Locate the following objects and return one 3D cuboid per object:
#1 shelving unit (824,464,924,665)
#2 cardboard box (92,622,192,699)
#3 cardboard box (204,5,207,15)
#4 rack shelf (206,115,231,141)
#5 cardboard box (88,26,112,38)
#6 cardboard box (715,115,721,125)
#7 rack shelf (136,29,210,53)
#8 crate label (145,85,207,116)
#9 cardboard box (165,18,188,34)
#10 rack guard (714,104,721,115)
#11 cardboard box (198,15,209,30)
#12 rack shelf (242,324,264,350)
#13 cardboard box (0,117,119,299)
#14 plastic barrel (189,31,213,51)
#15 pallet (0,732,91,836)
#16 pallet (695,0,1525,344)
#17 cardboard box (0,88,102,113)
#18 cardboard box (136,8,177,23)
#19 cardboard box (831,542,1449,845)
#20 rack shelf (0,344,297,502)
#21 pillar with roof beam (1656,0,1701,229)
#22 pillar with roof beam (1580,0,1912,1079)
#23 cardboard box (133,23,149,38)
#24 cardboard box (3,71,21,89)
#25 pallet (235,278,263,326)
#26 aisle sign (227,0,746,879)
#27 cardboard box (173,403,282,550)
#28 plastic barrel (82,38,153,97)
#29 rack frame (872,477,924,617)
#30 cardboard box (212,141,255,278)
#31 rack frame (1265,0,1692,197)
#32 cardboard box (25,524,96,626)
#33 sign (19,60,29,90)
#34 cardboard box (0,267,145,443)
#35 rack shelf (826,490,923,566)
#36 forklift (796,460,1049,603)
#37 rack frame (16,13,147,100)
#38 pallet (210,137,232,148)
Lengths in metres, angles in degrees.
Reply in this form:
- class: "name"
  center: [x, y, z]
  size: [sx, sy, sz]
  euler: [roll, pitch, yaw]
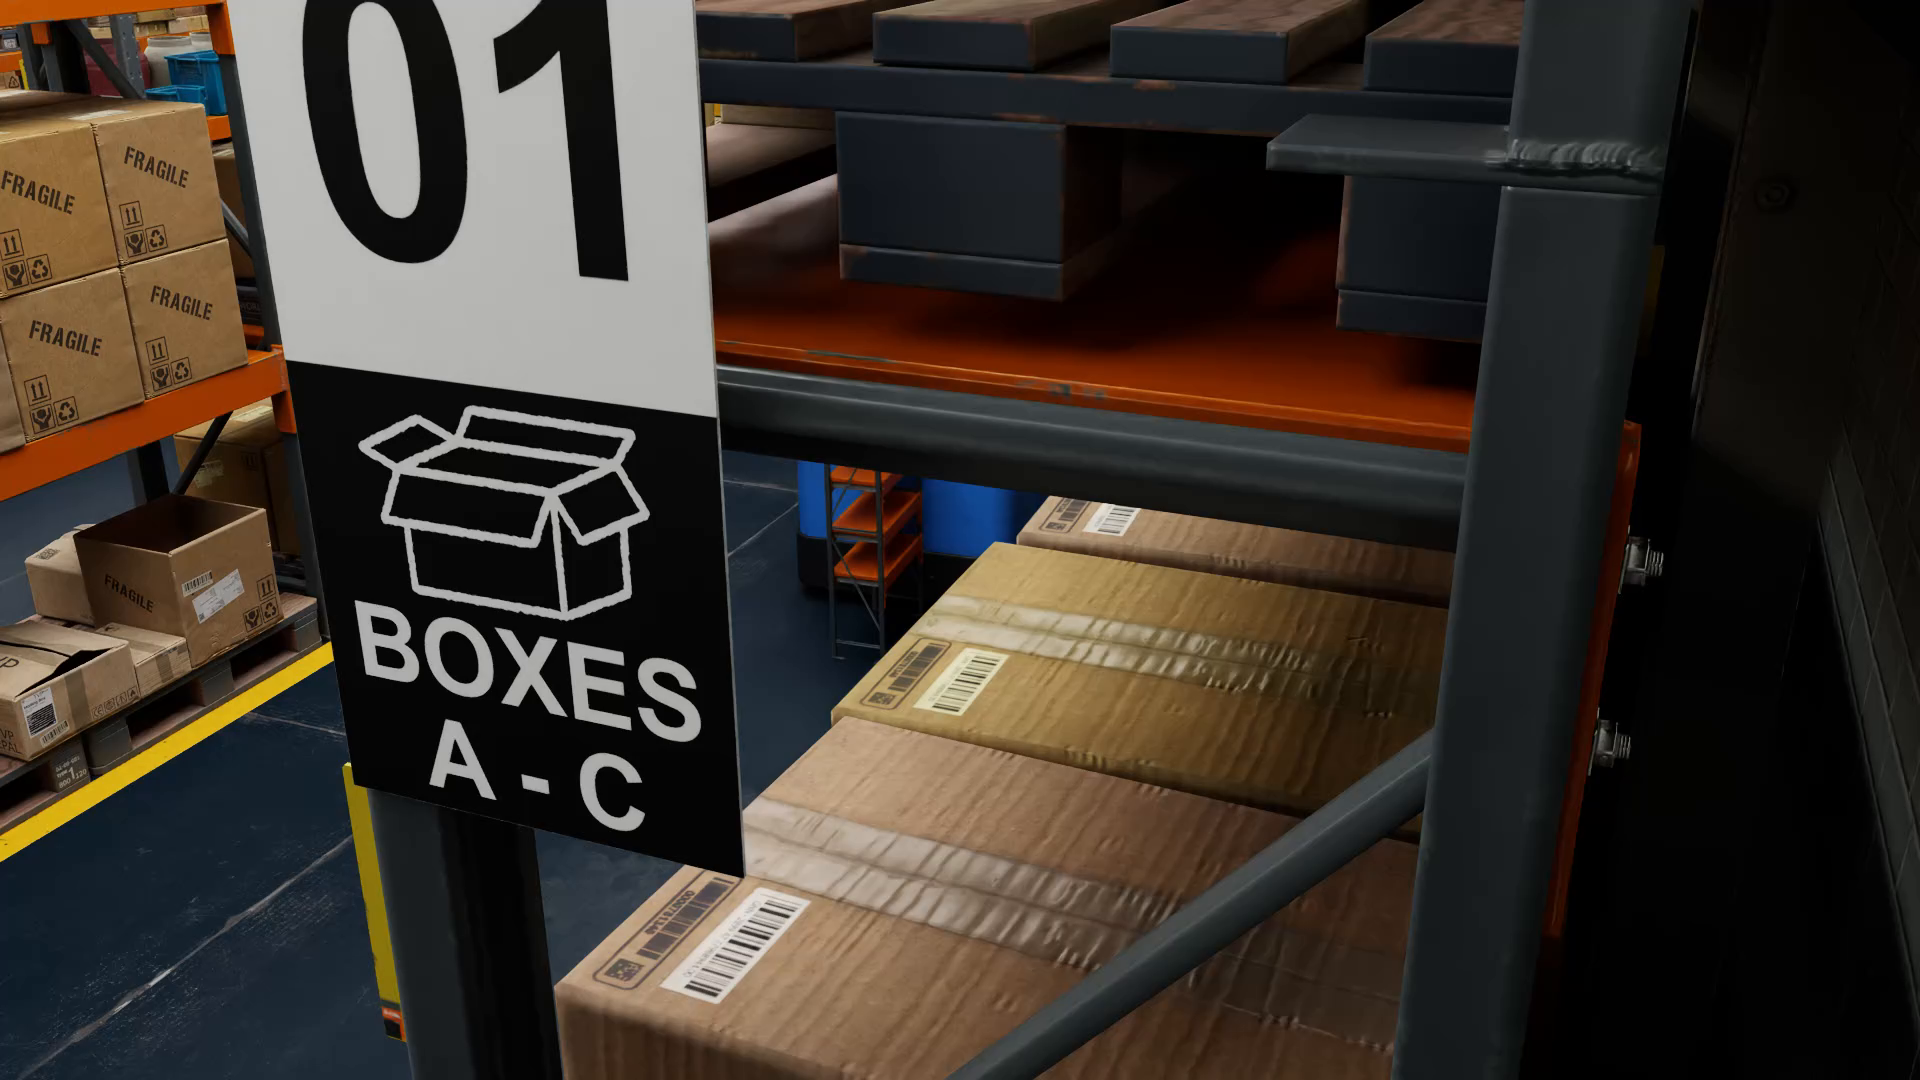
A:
- class: "shelving unit"
  center: [-0.355, -0.129, 6.990]
  size: [0.258, 1.200, 0.503]
  euler: [7, 25, 16]
- class: "cardboard box"
  center: [-3.199, 0.460, 6.385]
  size: [0.380, 0.149, 0.250]
  euler: [9, 24, 20]
- class: "cardboard box"
  center: [-8.632, -6.198, 18.681]
  size: [0.875, 0.500, 0.500]
  euler: [9, 24, 20]
- class: "rack shelf"
  center: [-5.536, -3.565, 13.827]
  size: [1.077, 0.370, 4.000]
  euler: [9, 24, 20]
- class: "cardboard box"
  center: [-9.032, -5.240, 17.229]
  size: [0.380, 0.149, 0.250]
  euler: [9, 24, 20]
- class: "cardboard box"
  center: [-1.505, -2.554, 10.588]
  size: [0.500, 0.311, 0.500]
  euler: [10, 25, 23]
- class: "rack shelf"
  center: [-8.648, -5.706, 18.952]
  size: [1.077, 0.370, 4.000]
  euler: [9, 24, 20]
- class: "crate label"
  center: [-5.774, -3.202, 12.240]
  size: [0.303, 0.233, 0.416]
  euler: [9, 24, 20]
- class: "cardboard box"
  center: [-8.645, -5.596, 18.080]
  size: [0.380, 0.149, 0.250]
  euler: [9, 24, 20]
- class: "rack guard"
  center: [-3.292, -4.857, 19.230]
  size: [1.175, 0.500, 0.348]
  euler: [9, 24, 20]
- class: "cardboard box"
  center: [-8.487, -5.779, 18.519]
  size: [0.380, 0.149, 0.250]
  euler: [9, 24, 20]
- class: "rack shelf"
  center: [-2.424, -1.424, 8.700]
  size: [1.077, 0.370, 4.000]
  euler: [9, 24, 20]
- class: "cardboard box"
  center: [-3.302, -1.146, 5.674]
  size: [0.500, 0.500, 0.500]
  euler: [8, 24, 19]
- class: "plastic barrel"
  center: [-5.938, -3.783, 13.269]
  size: [0.421, 0.512, 0.421]
  euler: [0, 23, 0]
- class: "pallet"
  center: [-3.874, 0.931, 5.748]
  size: [1.003, 0.211, 1.213]
  euler: [9, 24, 20]
- class: "pallet"
  center: [0.214, -0.511, 1.804]
  size: [1.003, 0.211, 1.213]
  euler: [9, 24, 20]
- class: "cardboard box"
  center: [-3.603, -1.419, 6.328]
  size: [0.500, 0.500, 0.500]
  euler: [9, 24, 21]
- class: "cardboard box"
  center: [-8.948, -5.832, 17.804]
  size: [0.875, 0.500, 0.500]
  euler: [9, 24, 20]
- class: "cardboard box"
  center: [0.388, 0.515, 2.736]
  size: [0.980, 0.700, 0.700]
  euler: [9, 24, 20]
- class: "rack shelf"
  center: [-3.910, 0.008, 5.273]
  size: [1.077, 0.370, 4.000]
  euler: [9, 24, 20]
- class: "pillar with roof beam"
  center: [2.437, -7.636, 14.857]
  size: [9.100, 9.000, 0.400]
  euler: [9, 24, 20]
- class: "pillar with roof beam"
  center: [-2.020, -3.342, 4.576]
  size: [9.100, 9.000, 0.400]
  euler: [9, 24, 20]
- class: "cardboard box"
  center: [-8.860, -5.421, 17.663]
  size: [0.380, 0.149, 0.250]
  euler: [9, 24, 20]
- class: "cardboard box"
  center: [-12.664, -6.461, 22.038]
  size: [0.875, 0.875, 0.875]
  euler: [9, 24, 20]
- class: "pallet"
  center: [-2.769, -1.222, 7.532]
  size: [1.003, 0.211, 1.213]
  euler: [9, 24, 20]
- class: "aisle sign"
  center: [-0.357, -0.117, 1.266]
  size: [0.394, 0.787, 0.004]
  euler: [9, 24, 20]
- class: "cardboard box"
  center: [-3.250, -0.307, 7.766]
  size: [0.500, 0.500, 0.500]
  euler: [9, 24, 20]
- class: "plastic barrel"
  center: [-6.387, -3.454, 12.451]
  size: [0.600, 0.536, 0.708]
  euler: [9, 24, 20]
- class: "rack frame"
  center: [-0.280, -0.223, 7.202]
  size: [0.240, 1.200, 0.015]
  euler: [7, 25, 16]
- class: "cardboard box"
  center: [-2.783, -1.417, 7.077]
  size: [0.700, 0.500, 0.500]
  euler: [1, 23, 2]
- class: "rack frame"
  center: [-0.052, -1.669, 0.570]
  size: [1.000, 3.000, 0.127]
  euler: [9, 24, 20]
- class: "cardboard box"
  center: [-3.524, 0.117, 6.996]
  size: [0.500, 0.311, 0.500]
  euler: [9, 24, 20]
- class: "sign"
  center: [-6.792, -3.333, 12.126]
  size: [0.100, 0.325, 0.005]
  euler: [9, 24, 20]
- class: "cardboard box"
  center: [-3.304, -0.686, 5.870]
  size: [0.500, 0.500, 0.500]
  euler: [9, 24, 22]
- class: "rack shelf"
  center: [-0.354, -0.068, 7.017]
  size: [0.258, 0.148, 0.480]
  euler: [7, 25, 16]
- class: "forklift"
  center: [0.190, -1.582, 8.234]
  size: [1.130, 2.935, 3.031]
  euler: [7, 24, 16]
- class: "rack frame"
  center: [-6.279, -3.182, 11.975]
  size: [1.000, 3.000, 0.127]
  euler: [9, 24, 20]
- class: "pallet"
  center: [-8.723, -4.719, 19.274]
  size: [1.003, 0.211, 1.213]
  euler: [9, 24, 20]
